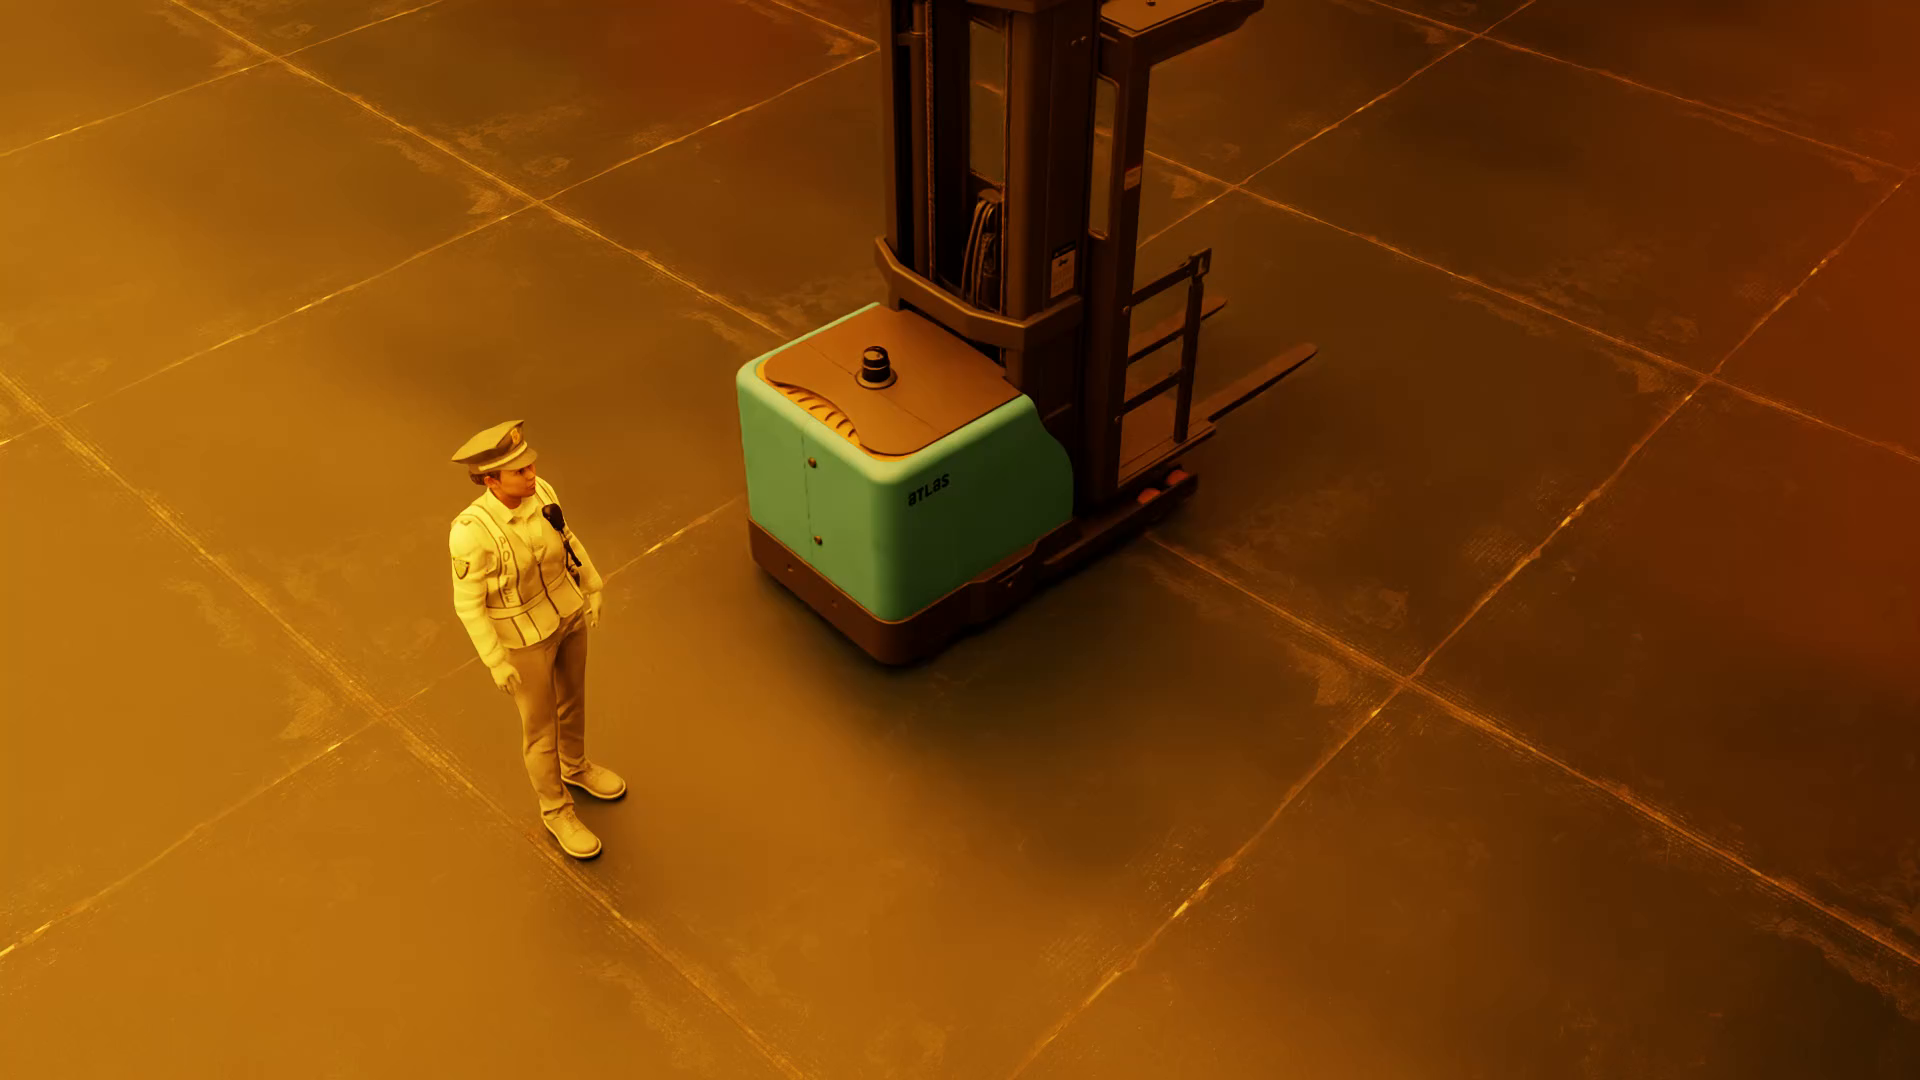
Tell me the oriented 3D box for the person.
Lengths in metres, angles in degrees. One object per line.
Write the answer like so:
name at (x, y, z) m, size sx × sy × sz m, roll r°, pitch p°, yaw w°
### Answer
person at (-1.467, 0.328, 5.984) m, size 0.532 × 1.695 × 0.588 m, roll 22°, pitch 45°, yaw 23°

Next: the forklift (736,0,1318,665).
forklift at (0.485, -1.421, 7.084) m, size 3.031 × 2.935 × 1.130 m, roll -31°, pitch 49°, yaw -31°
